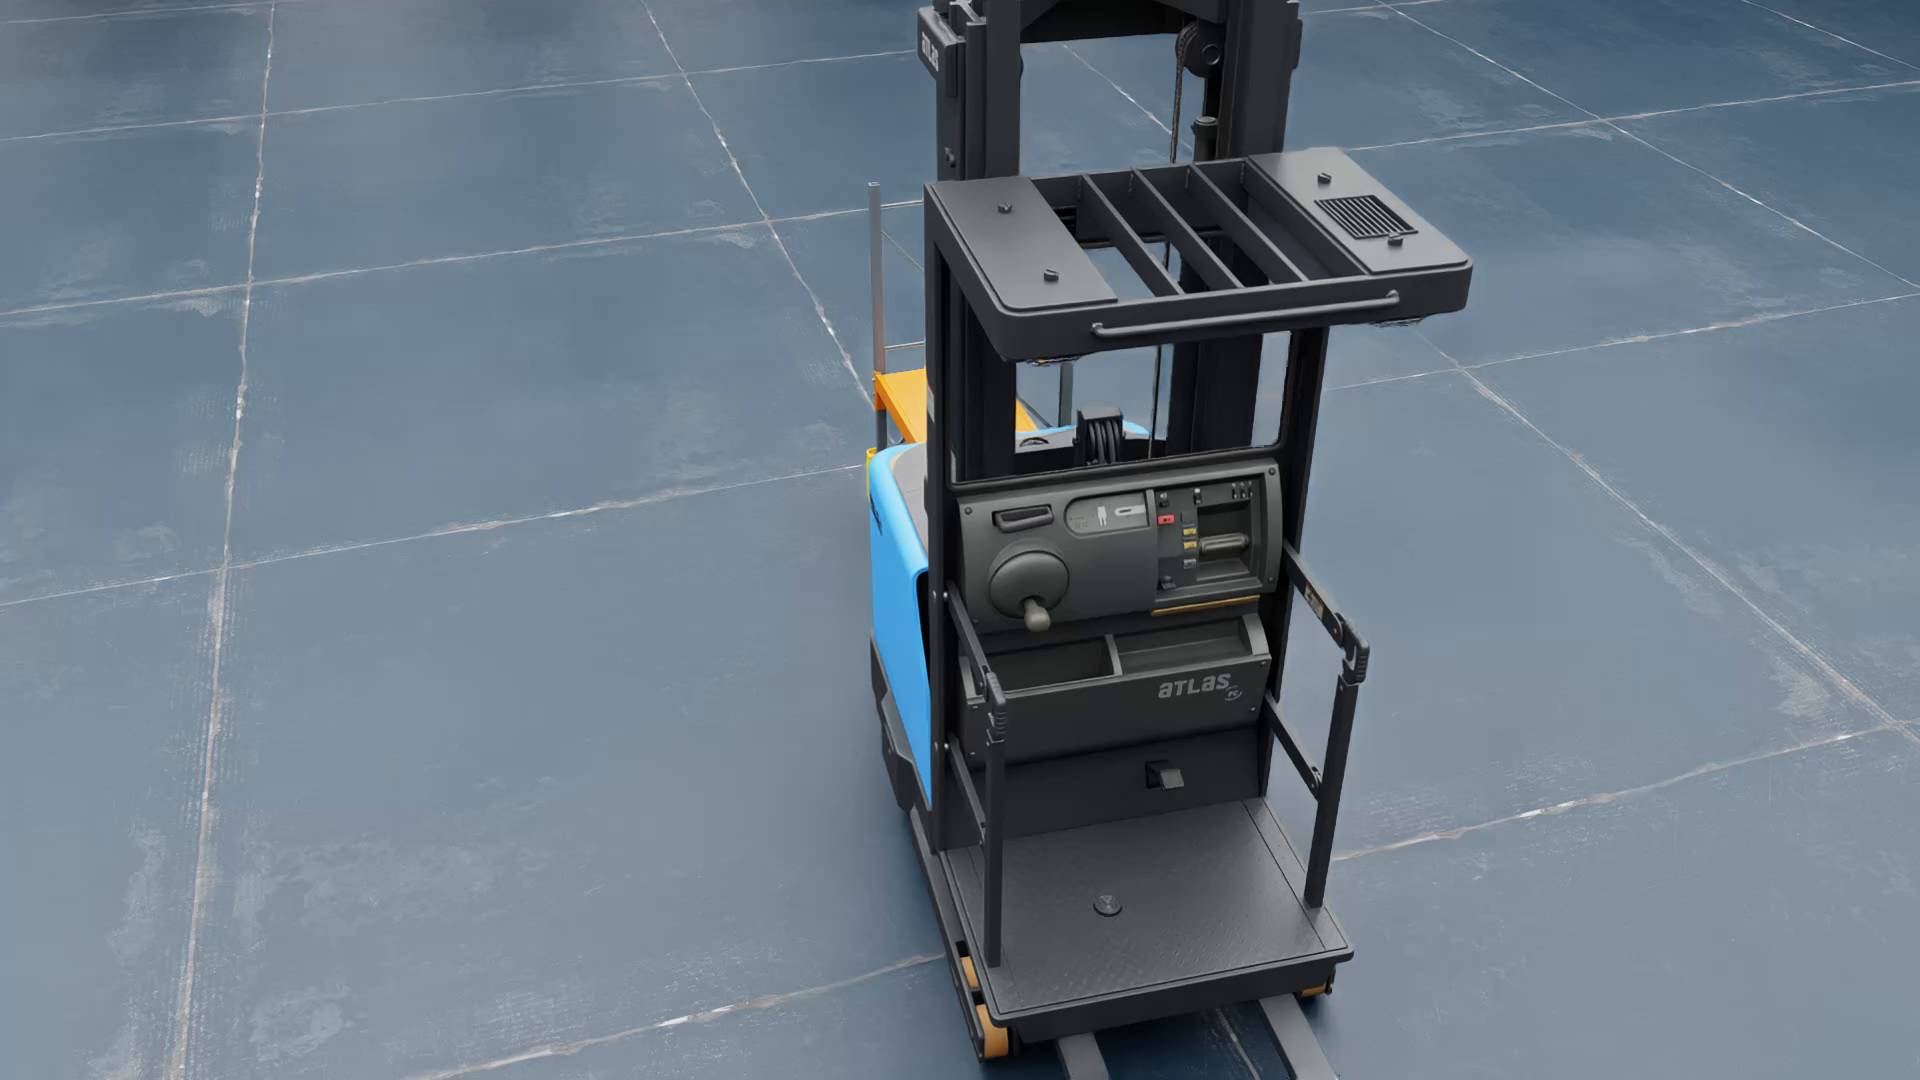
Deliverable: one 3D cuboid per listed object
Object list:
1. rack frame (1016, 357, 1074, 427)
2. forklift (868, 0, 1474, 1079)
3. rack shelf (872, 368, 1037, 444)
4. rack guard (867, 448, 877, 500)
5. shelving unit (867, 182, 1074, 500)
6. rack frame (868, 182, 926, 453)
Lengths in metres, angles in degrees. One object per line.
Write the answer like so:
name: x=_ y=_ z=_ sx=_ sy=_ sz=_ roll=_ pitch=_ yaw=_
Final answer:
rack frame: x=0.181 y=-0.314 z=6.365 sx=0.500 sy=1.500 sz=0.032 roll=-10 pitch=35 yaw=-15
forklift: x=0.509 y=0.078 z=4.473 sx=1.130 sy=2.935 sz=3.031 roll=-8 pitch=34 yaw=-11
rack shelf: x=0.026 y=-0.431 z=6.868 sx=0.538 sy=0.185 sz=1.000 roll=-10 pitch=35 yaw=-15
rack guard: x=-0.129 y=-0.326 z=7.516 sx=0.587 sy=0.250 sz=0.087 roll=-10 pitch=35 yaw=-15
shelving unit: x=0.023 y=-0.586 z=6.776 sx=0.587 sy=1.500 sz=1.083 roll=-10 pitch=35 yaw=-15
rack frame: x=-0.129 y=-0.848 z=7.173 sx=0.500 sy=1.500 sz=0.032 roll=-10 pitch=35 yaw=-15
